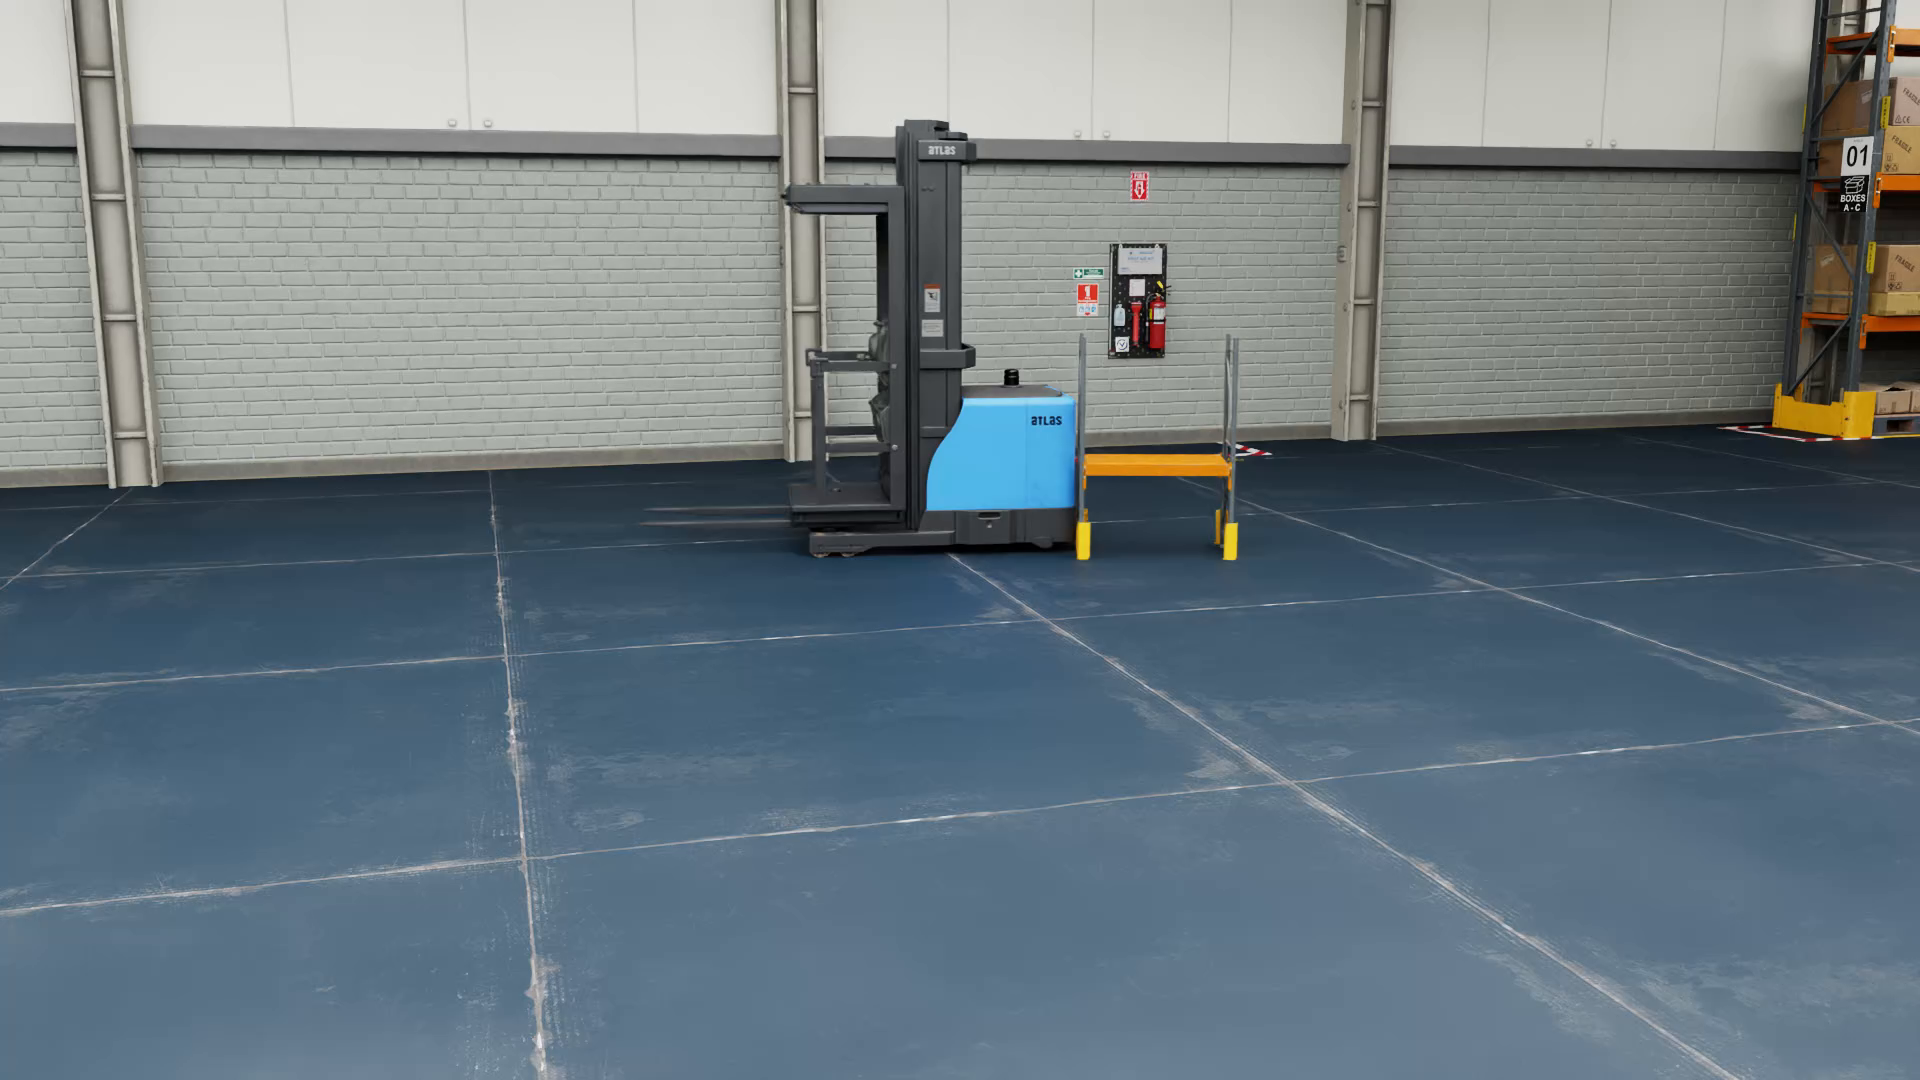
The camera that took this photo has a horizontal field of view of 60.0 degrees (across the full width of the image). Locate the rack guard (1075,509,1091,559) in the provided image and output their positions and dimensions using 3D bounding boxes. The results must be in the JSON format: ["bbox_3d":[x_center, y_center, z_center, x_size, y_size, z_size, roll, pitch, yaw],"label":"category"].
[{"bbox_3d":[0.858,-0.046,11.609,0.087,0.250,0.587,0,10,2],"label":"rack guard"}]

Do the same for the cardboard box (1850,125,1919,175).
[{"bbox_3d":[9.971,-4.195,17.933,0.500,0.500,0.500,-3,11,-14],"label":"cardboard box"}]

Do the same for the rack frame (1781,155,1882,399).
[{"bbox_3d":[9.580,-2.687,18.359,0.127,3.000,1.000,-3,11,-16],"label":"rack frame"}]

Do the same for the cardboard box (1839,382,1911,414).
[{"bbox_3d":[10.270,-1.601,18.668,0.500,0.311,0.500,-4,11,-22],"label":"cardboard box"}]

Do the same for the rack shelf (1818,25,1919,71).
[{"bbox_3d":[11.501,-5.384,18.431,4.000,0.370,1.077,-3,11,-16],"label":"rack shelf"}]

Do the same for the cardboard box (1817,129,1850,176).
[{"bbox_3d":[9.910,-4.287,18.431,0.500,0.500,0.500,-2,11,-12],"label":"cardboard box"}]

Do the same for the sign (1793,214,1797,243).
[{"bbox_3d":[9.444,-3.510,18.756,0.005,0.325,0.100,-3,11,-16],"label":"sign"}]

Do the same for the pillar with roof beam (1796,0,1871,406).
[{"bbox_3d":[11.214,-5.075,14.760,0.400,9.000,9.100,-3,11,-16],"label":"pillar with roof beam"}]

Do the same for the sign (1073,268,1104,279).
[{"bbox_3d":[1.314,-2.718,16.963,0.331,0.109,0.001,-3,11,-16],"label":"sign"}]

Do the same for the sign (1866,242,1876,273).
[{"bbox_3d":[9.732,-3.019,17.769,0.005,0.325,0.100,-3,11,-16],"label":"sign"}]

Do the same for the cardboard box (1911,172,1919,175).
[{"bbox_3d":[10.497,-4.216,18.047,0.500,0.500,0.500,-2,11,-12],"label":"cardboard box"}]

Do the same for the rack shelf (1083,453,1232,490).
[{"bbox_3d":[1.346,-0.481,11.509,1.000,0.185,0.538,0,10,2],"label":"rack shelf"}]

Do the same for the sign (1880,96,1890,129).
[{"bbox_3d":[9.732,-4.498,17.496,0.005,0.325,0.100,-3,11,-16],"label":"sign"}]

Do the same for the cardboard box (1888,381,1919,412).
[{"bbox_3d":[10.817,-1.630,18.825,0.500,0.311,0.500,-2,11,-11],"label":"cardboard box"}]

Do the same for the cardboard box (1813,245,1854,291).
[{"bbox_3d":[9.974,-3.053,18.634,0.500,0.500,0.500,-3,11,-17],"label":"cardboard box"}]

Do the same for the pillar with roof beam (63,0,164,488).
[{"bbox_3d":[-6.069,-4.164,9.812,0.400,9.000,9.100,-3,11,-16],"label":"pillar with roof beam"}]

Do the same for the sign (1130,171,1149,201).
[{"bbox_3d":[1.831,-3.608,16.958,0.199,0.298,0.001,-3,11,-16],"label":"sign"}]

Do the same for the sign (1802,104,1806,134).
[{"bbox_3d":[9.444,-4.696,18.537,0.005,0.325,0.100,-3,11,-16],"label":"sign"}]

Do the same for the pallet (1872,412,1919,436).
[{"bbox_3d":[10.443,-1.355,18.823,1.213,0.211,1.003,-3,11,-16],"label":"pallet"}]

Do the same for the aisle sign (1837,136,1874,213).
[{"bbox_3d":[9.595,-3.910,17.821,0.004,0.787,0.394,-3,11,-16],"label":"aisle sign"}]

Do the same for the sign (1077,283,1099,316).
[{"bbox_3d":[1.307,-2.459,17.018,0.234,0.329,0.001,-3,11,-16],"label":"sign"}]

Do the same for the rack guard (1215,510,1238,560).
[{"bbox_3d":[1.853,-0.040,11.571,0.087,0.250,0.587,0,10,2],"label":"rack guard"}]

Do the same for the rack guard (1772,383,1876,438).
[{"bbox_3d":[9.653,-1.462,18.607,0.348,0.500,1.175,-3,11,-16],"label":"rack guard"}]

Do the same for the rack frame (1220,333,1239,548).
[{"bbox_3d":[1.854,-0.654,11.458,0.032,1.500,0.500,0,10,2],"label":"rack frame"}]

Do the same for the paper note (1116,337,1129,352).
[{"bbox_3d":[1.677,-2.021,17.172,0.142,0.148,0.016,-3,11,-16],"label":"paper note"}]

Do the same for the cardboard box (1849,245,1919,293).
[{"bbox_3d":[10.123,-2.964,18.151,0.500,0.500,0.500,-3,11,-16],"label":"cardboard box"}]

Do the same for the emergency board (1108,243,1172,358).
[{"bbox_3d":[1.866,-2.451,17.076,0.643,1.169,0.194,-3,11,-16],"label":"emergency board"}]

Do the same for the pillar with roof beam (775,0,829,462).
[{"bbox_3d":[-0.308,-4.468,11.462,0.400,9.000,9.100,-3,11,-16],"label":"pillar with roof beam"}]

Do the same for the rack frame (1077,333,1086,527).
[{"bbox_3d":[0.838,-0.661,11.496,0.032,1.500,0.500,0,10,2],"label":"rack frame"}]

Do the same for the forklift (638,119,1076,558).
[{"bbox_3d":[-0.742,-1.421,11.671,3.031,2.935,1.130,-1,11,-7],"label":"forklift"}]

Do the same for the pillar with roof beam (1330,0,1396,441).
[{"bbox_3d":[5.453,-4.772,13.111,0.400,9.000,9.100,-3,11,-16],"label":"pillar with roof beam"}]

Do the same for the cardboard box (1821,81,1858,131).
[{"bbox_3d":[9.921,-4.781,18.352,0.500,0.500,0.500,-3,11,-13],"label":"cardboard box"}]

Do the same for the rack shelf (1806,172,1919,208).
[{"bbox_3d":[11.501,-3.910,18.703,4.000,0.370,1.077,-3,11,-16],"label":"rack shelf"}]

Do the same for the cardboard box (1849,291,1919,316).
[{"bbox_3d":[10.138,-2.593,18.205,0.500,0.250,0.500,-3,11,-18],"label":"cardboard box"}]

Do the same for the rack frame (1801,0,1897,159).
[{"bbox_3d":[9.580,-5.638,17.816,0.127,3.000,1.000,-3,11,-16],"label":"rack frame"}]

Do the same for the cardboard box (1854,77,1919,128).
[{"bbox_3d":[10.018,-4.691,17.863,0.500,0.500,0.500,-4,11,-20],"label":"cardboard box"}]

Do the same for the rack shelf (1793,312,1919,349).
[{"bbox_3d":[11.501,-2.435,18.974,4.000,0.370,1.077,-3,11,-16],"label":"rack shelf"}]

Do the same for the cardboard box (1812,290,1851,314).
[{"bbox_3d":[9.975,-2.681,18.683,0.500,0.250,0.500,-3,11,-15],"label":"cardboard box"}]

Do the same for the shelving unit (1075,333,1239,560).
[{"bbox_3d":[1.355,-0.658,11.477,1.083,1.500,0.587,0,10,2],"label":"shelving unit"}]
